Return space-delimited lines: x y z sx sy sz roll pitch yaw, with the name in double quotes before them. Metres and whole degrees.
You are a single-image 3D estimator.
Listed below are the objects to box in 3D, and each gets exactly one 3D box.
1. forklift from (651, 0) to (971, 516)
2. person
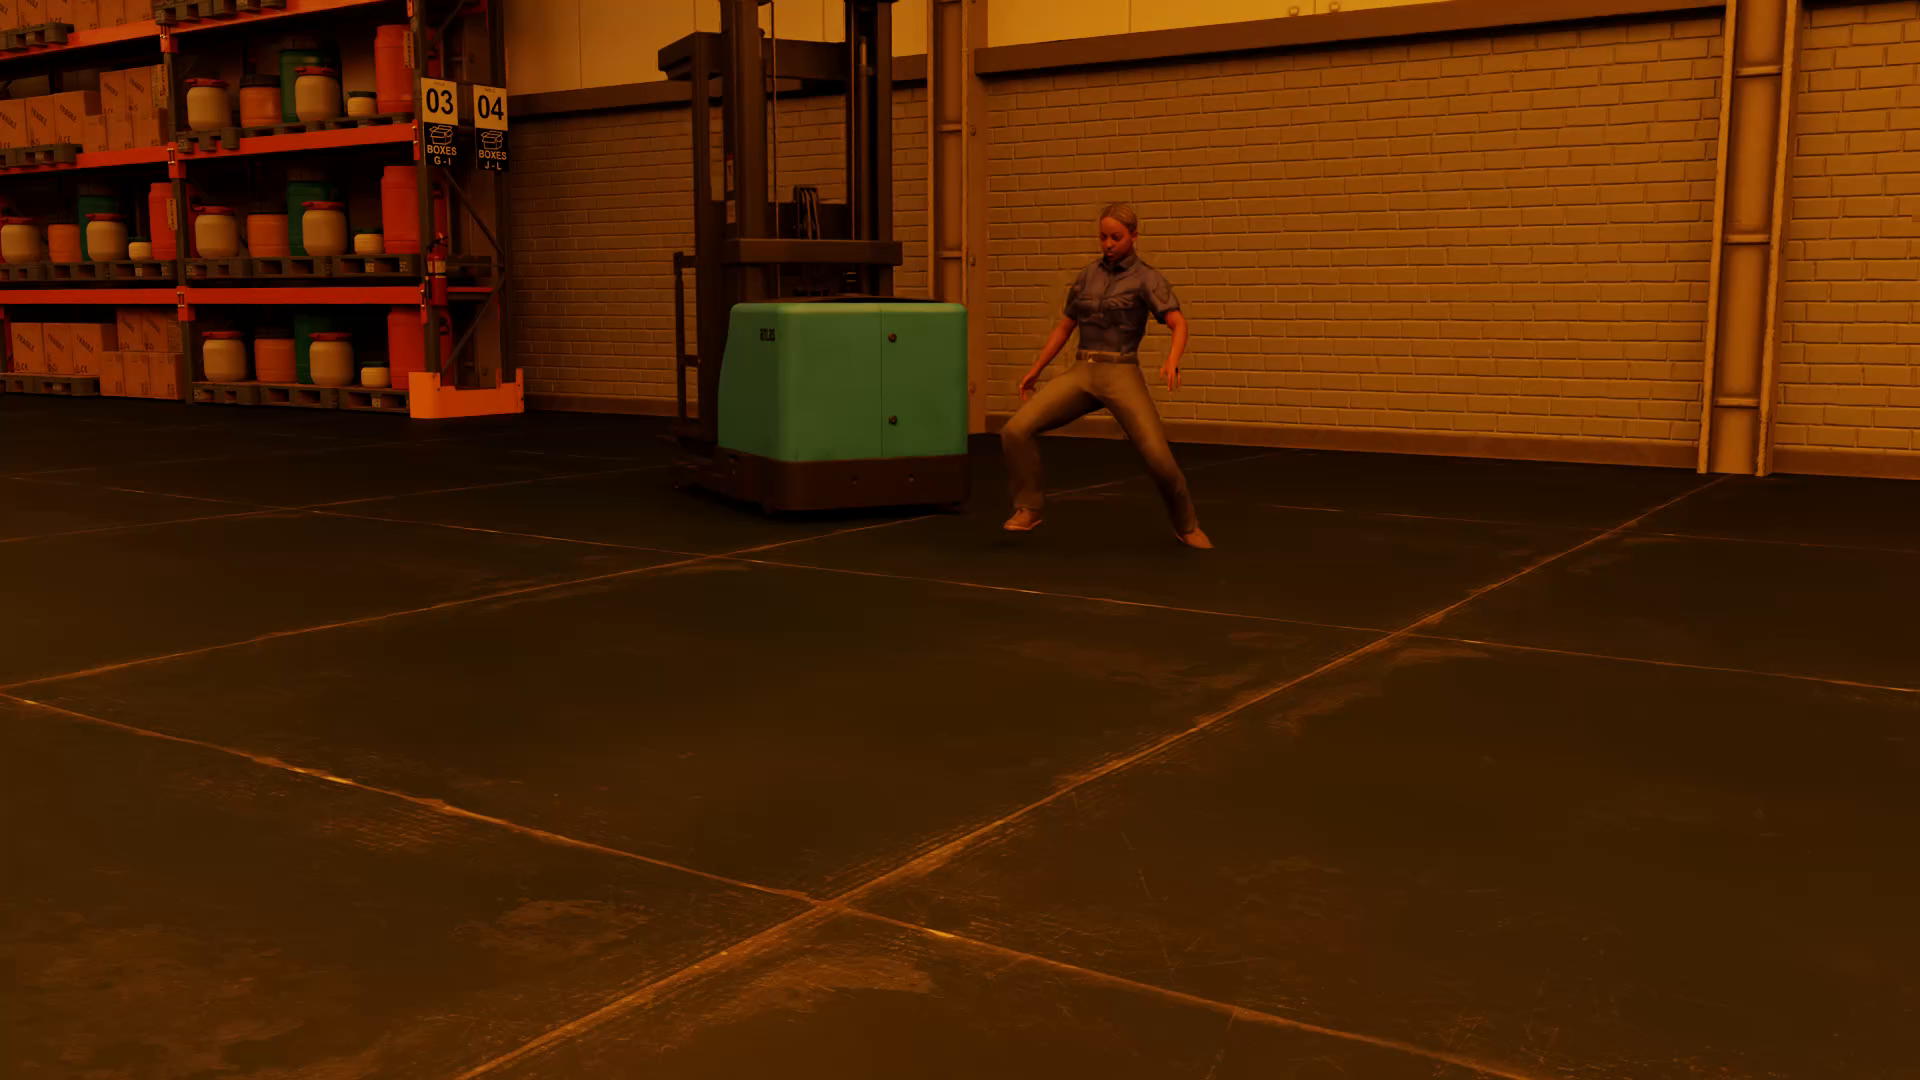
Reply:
"forklift" -1.042 -1.740 9.431 1.130 2.935 3.031 -4 9 -26
"person" 0.695 -0.708 7.354 0.878 1.536 0.691 6 10 37
